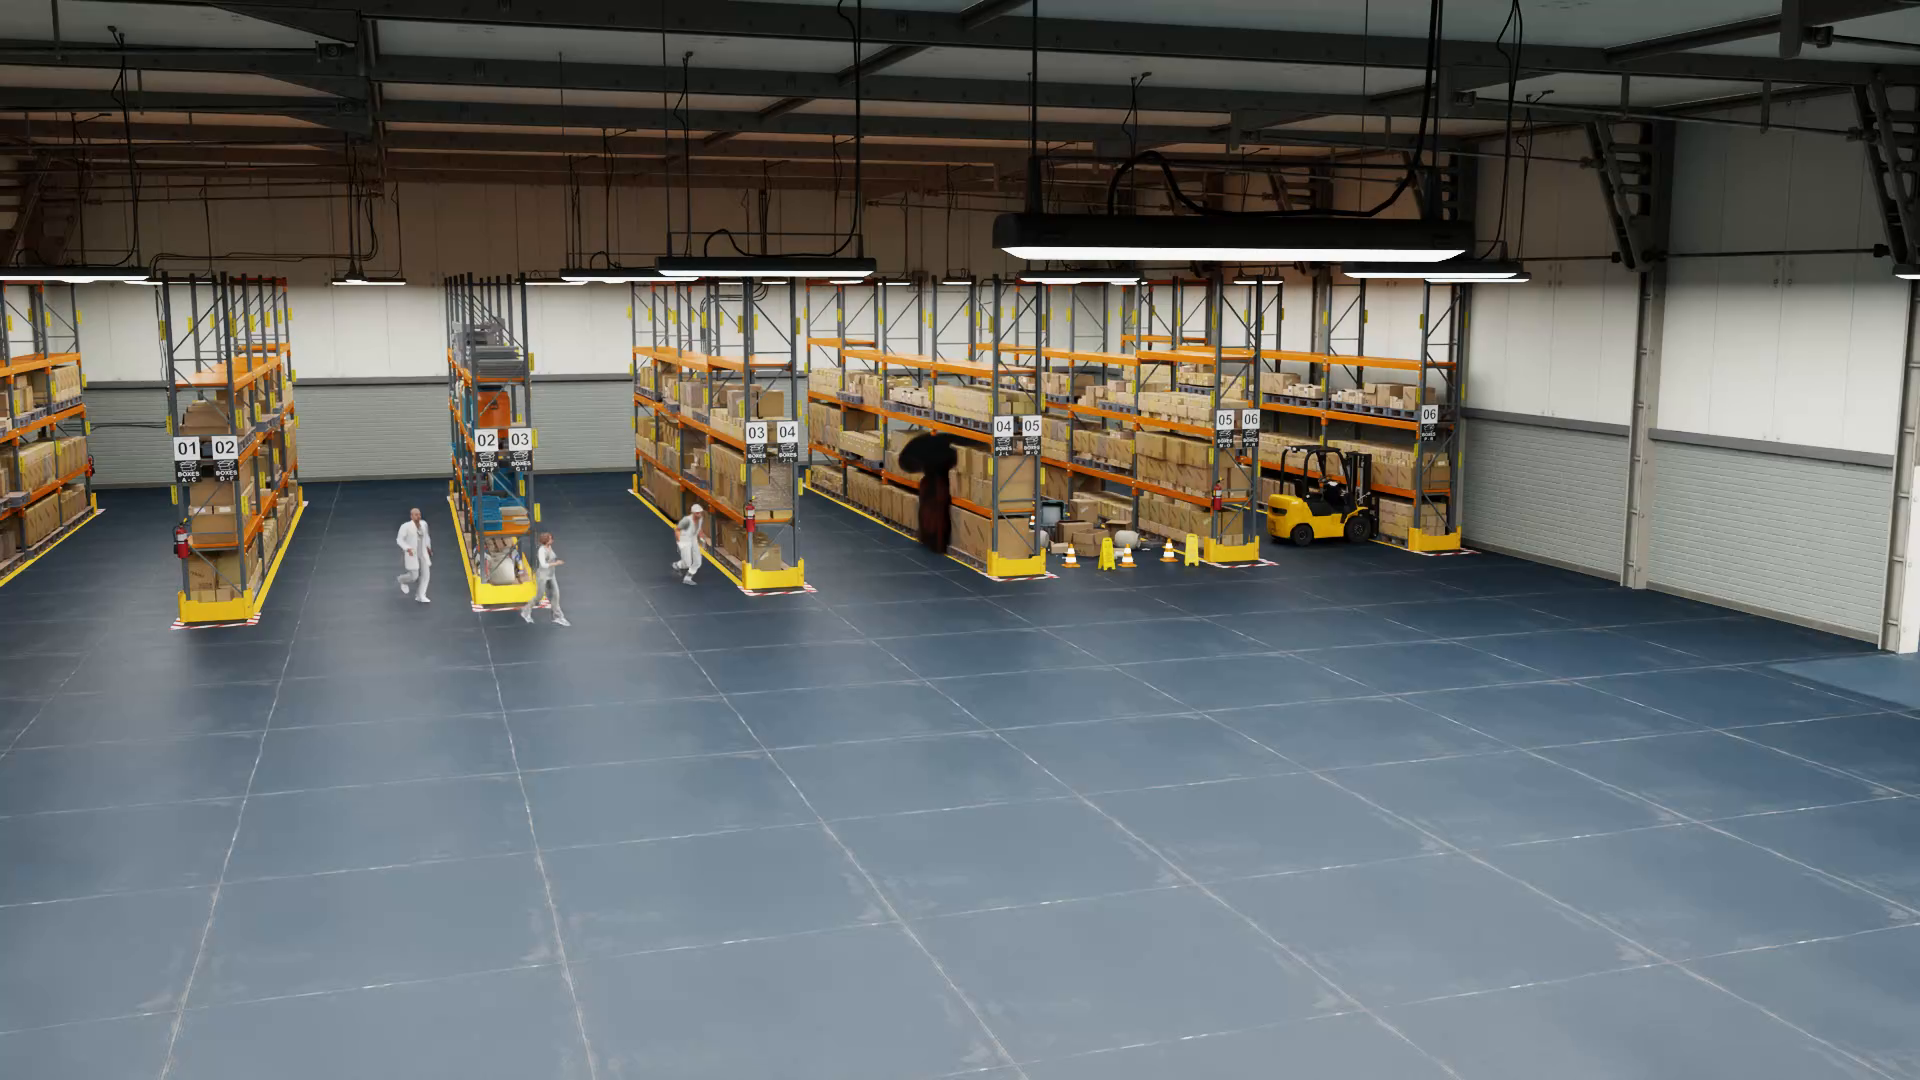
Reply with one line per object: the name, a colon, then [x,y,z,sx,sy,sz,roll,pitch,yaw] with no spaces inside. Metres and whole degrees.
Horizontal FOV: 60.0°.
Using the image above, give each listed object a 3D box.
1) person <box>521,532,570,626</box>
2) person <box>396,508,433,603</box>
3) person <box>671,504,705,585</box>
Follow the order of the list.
person: [-7.075,0.657,28.247,0.861,1.605,0.525,2,9,12]
person: [-10.048,0.267,30.600,0.852,1.733,0.693,8,12,43]
person: [-5.298,0.074,32.299,0.962,1.602,0.657,8,12,43]
